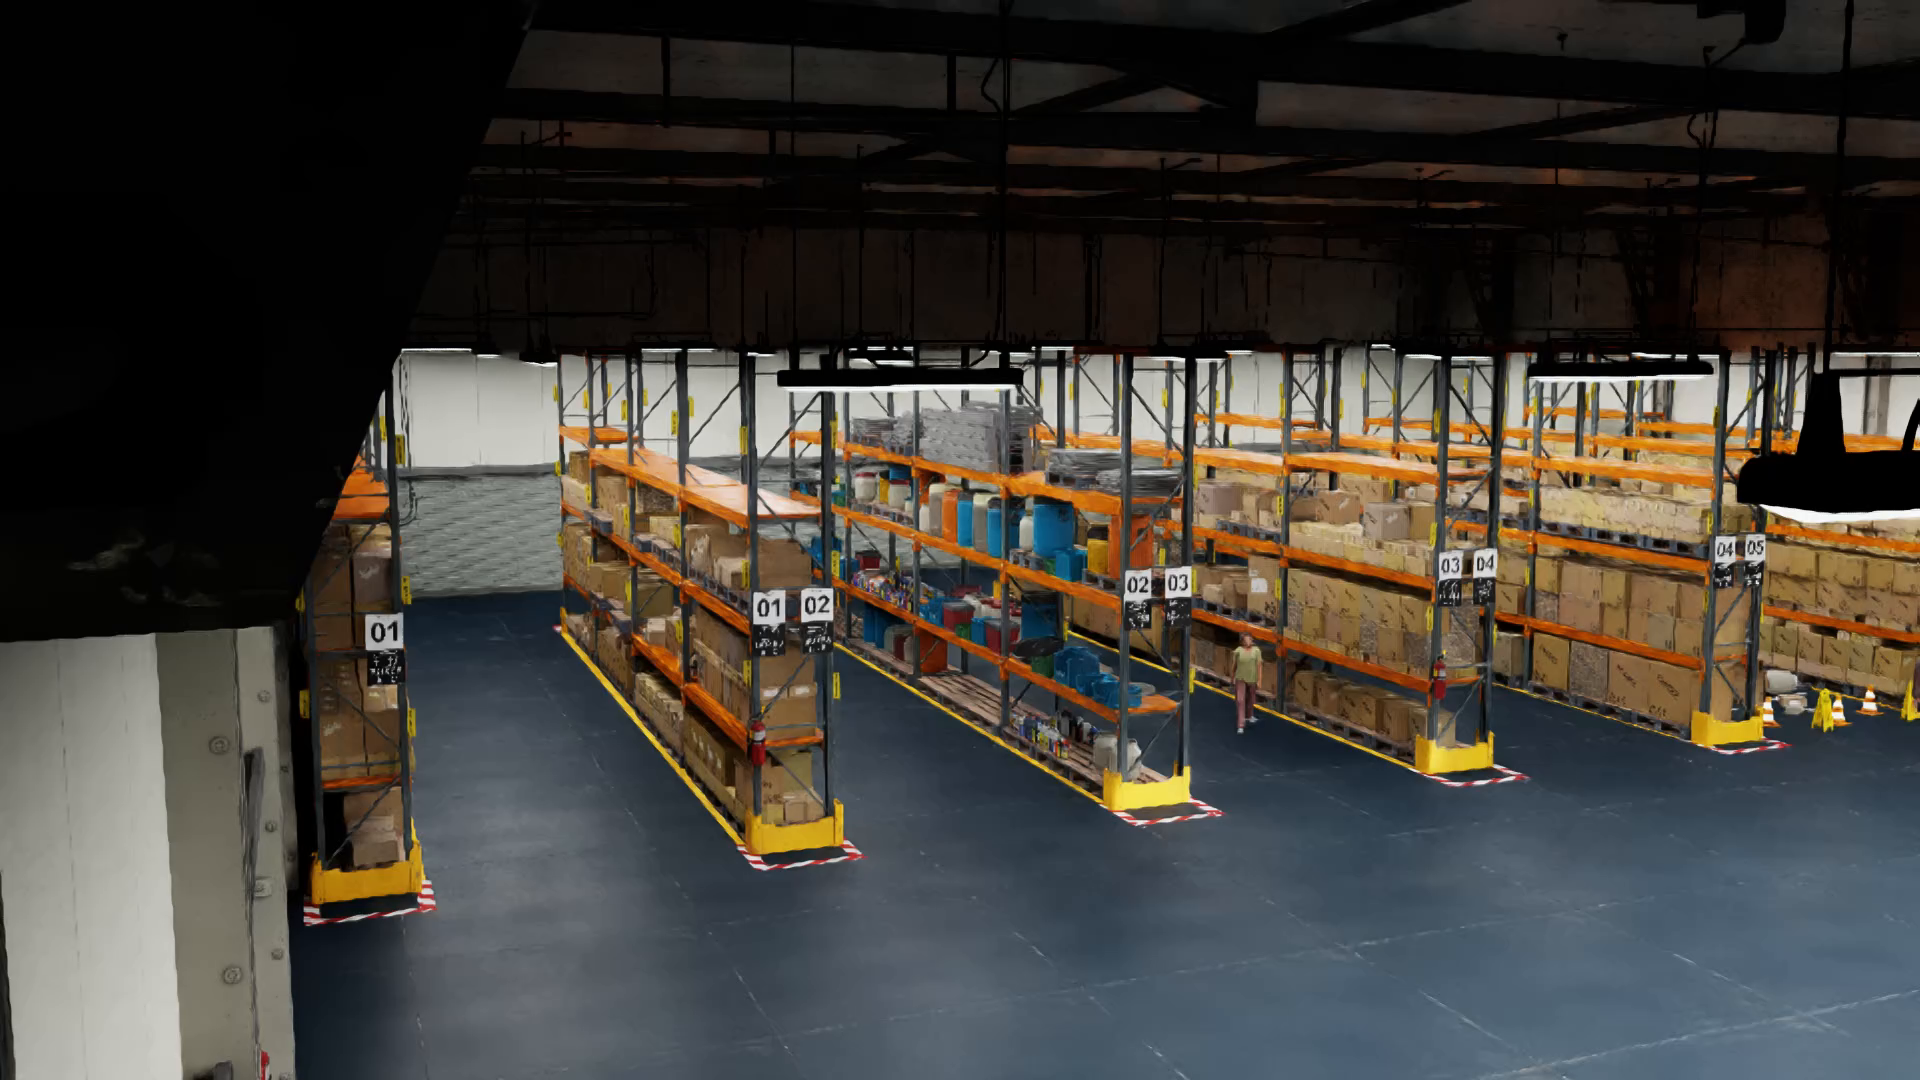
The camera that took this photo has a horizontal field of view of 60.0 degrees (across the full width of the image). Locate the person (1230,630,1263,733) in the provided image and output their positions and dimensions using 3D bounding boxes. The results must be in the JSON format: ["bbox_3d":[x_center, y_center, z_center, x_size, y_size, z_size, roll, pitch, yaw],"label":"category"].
[{"bbox_3d":[4.539,2.198,26.299,0.491,1.610,0.954,0,7,0],"label":"person"}]

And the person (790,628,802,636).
[{"bbox_3d":[-3.063,1.496,31.386,0.729,1.733,0.544,-3,8,-22],"label":"person"}]

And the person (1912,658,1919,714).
[{"bbox_3d":[14.430,2.335,24.642,0.619,1.769,0.575,2,7,14],"label":"person"}]
